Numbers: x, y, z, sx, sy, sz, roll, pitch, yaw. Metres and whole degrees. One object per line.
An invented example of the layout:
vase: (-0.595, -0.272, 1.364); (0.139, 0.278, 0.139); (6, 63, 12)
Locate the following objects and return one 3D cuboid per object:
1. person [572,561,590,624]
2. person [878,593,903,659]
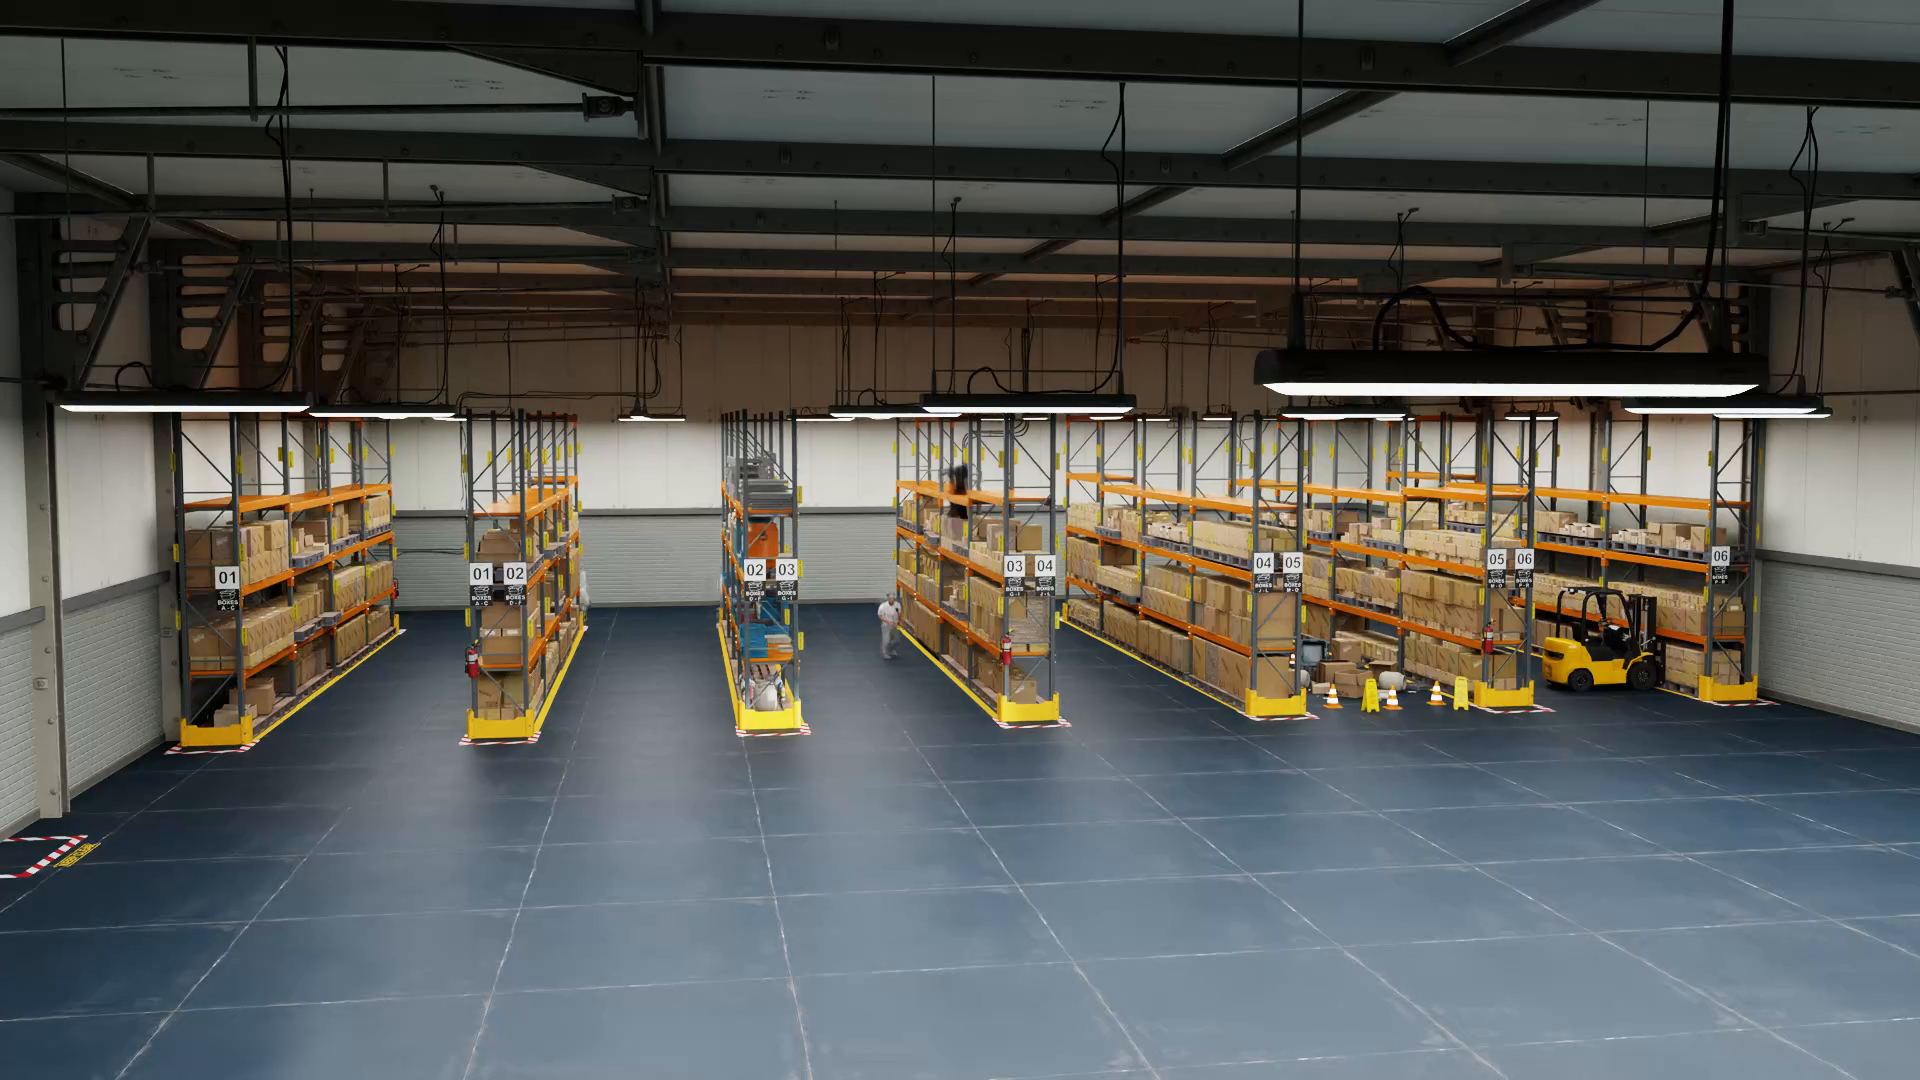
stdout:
person: (-10.913, 1.501, 47.774); (0.642, 1.800, 0.810); (-3, 5, -40)
person: (-1.703, 2.080, 40.452); (0.647, 1.656, 0.794); (-2, 4, -21)
